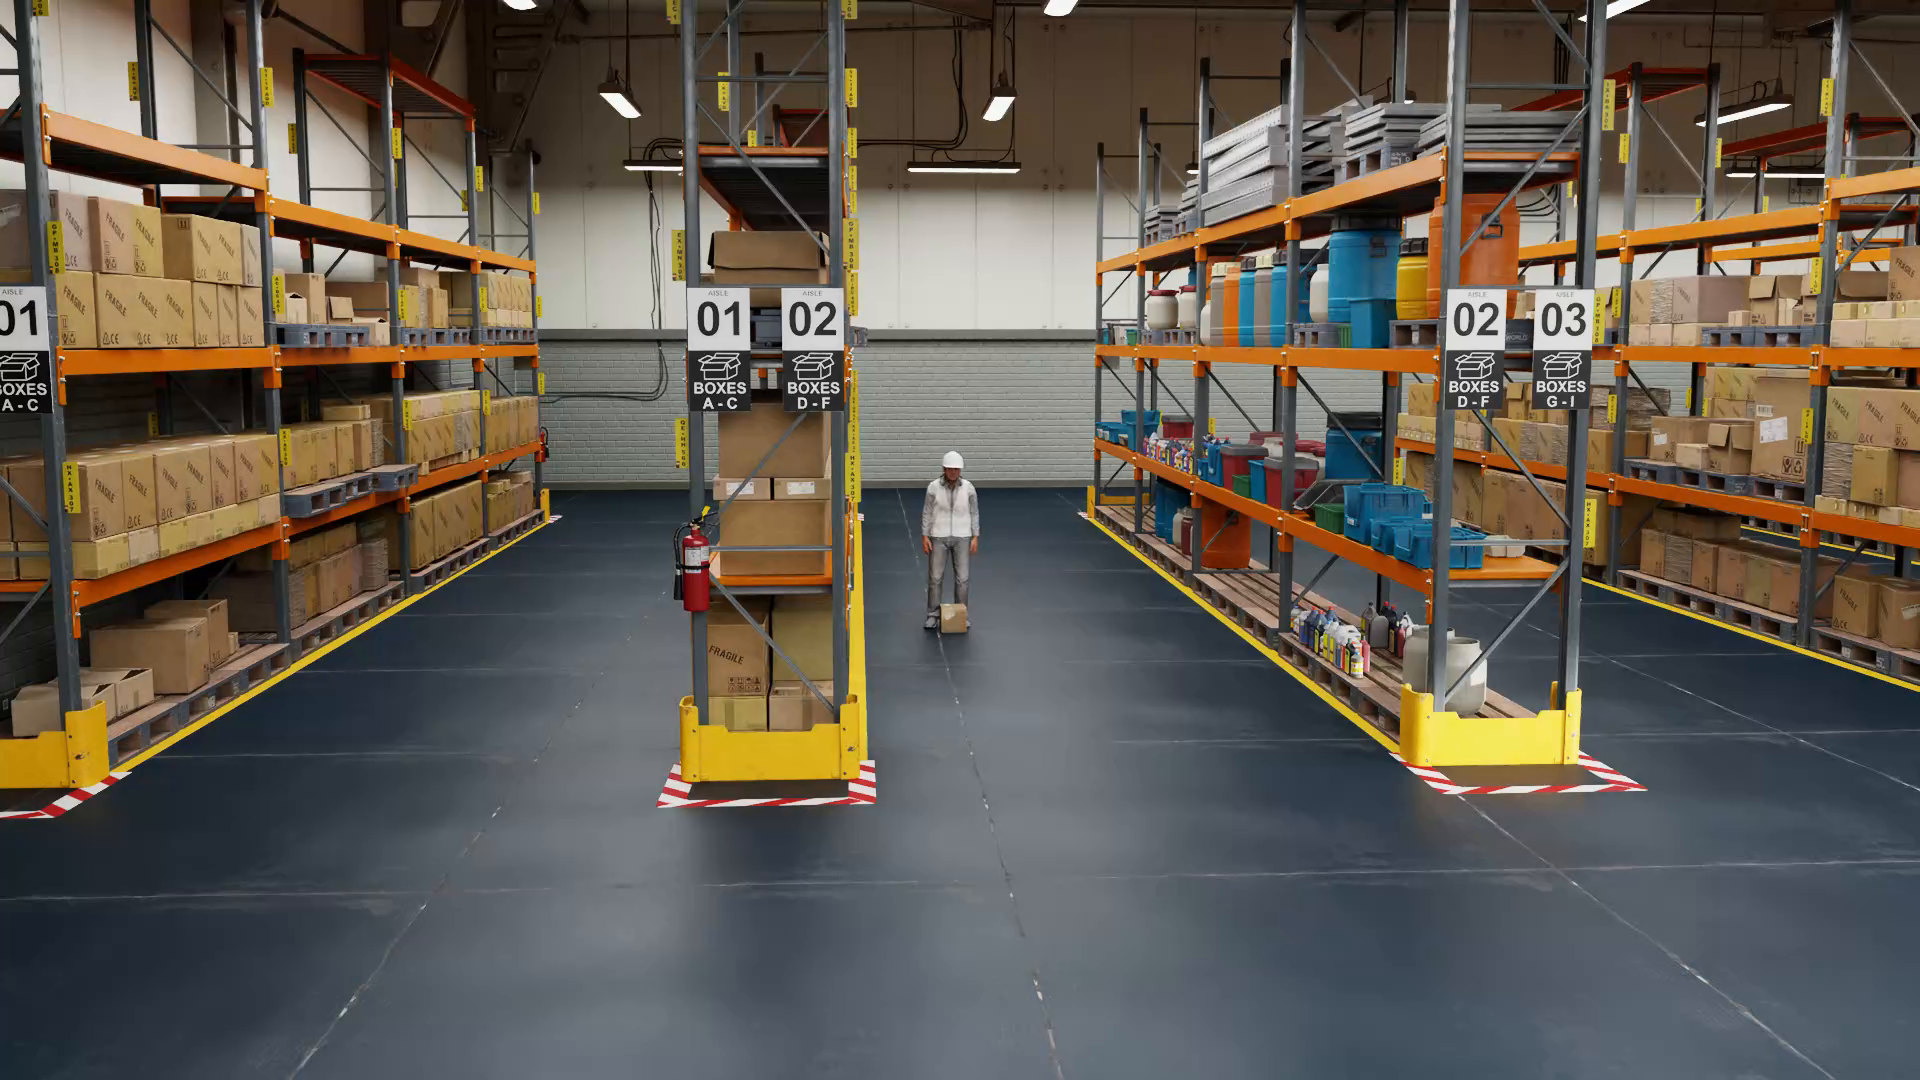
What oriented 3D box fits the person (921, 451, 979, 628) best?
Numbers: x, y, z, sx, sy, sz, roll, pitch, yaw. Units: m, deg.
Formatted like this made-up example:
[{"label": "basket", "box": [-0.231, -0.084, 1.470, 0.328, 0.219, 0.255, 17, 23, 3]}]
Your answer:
[{"label": "person", "box": [-0.096, -0.009, 16.701, 0.582, 1.771, 0.465, -1, 7, -4]}]
